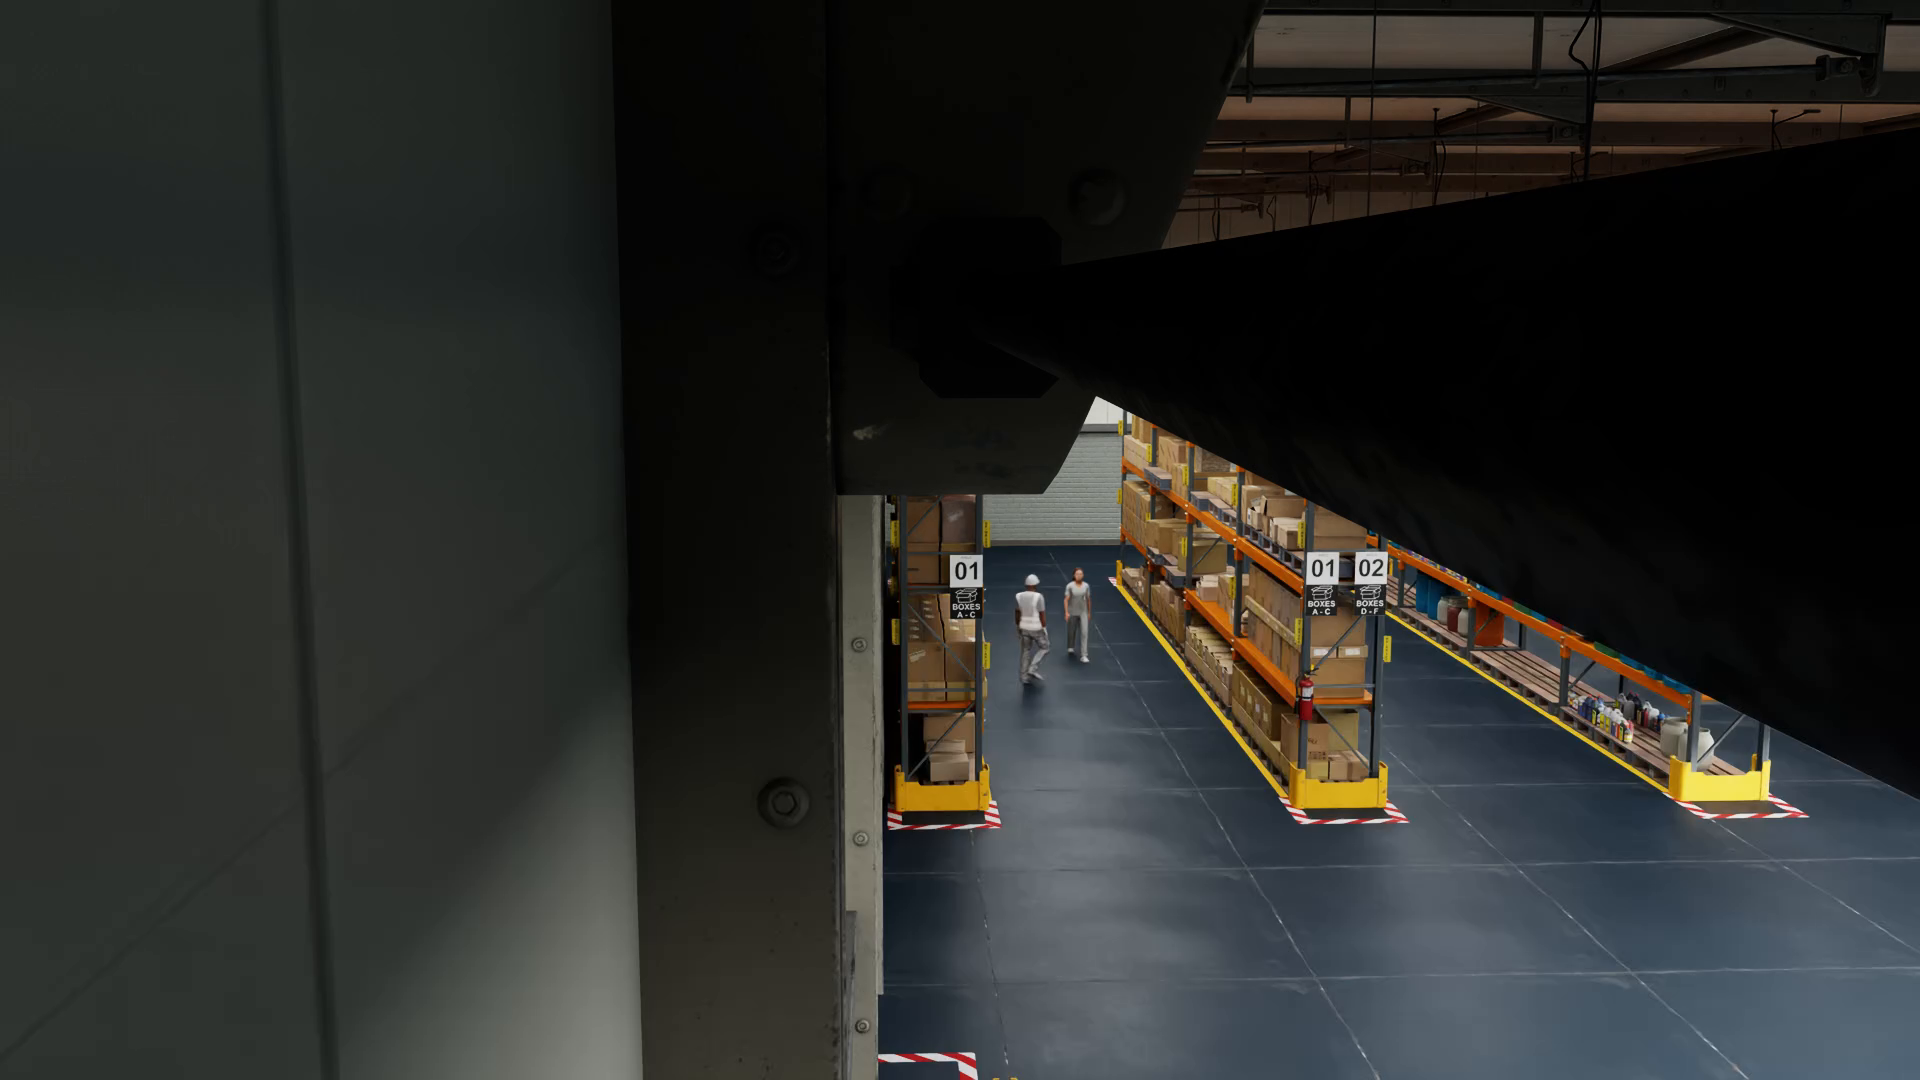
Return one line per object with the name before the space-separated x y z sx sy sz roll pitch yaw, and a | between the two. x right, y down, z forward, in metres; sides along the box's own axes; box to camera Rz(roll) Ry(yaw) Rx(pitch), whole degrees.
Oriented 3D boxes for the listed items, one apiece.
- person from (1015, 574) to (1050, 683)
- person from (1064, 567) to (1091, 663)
person | 1.149 1.450 27.115 0.584 1.785 0.476 6 10 35
person | 2.048 1.271 28.897 0.497 1.612 1.082 -1 8 -5
